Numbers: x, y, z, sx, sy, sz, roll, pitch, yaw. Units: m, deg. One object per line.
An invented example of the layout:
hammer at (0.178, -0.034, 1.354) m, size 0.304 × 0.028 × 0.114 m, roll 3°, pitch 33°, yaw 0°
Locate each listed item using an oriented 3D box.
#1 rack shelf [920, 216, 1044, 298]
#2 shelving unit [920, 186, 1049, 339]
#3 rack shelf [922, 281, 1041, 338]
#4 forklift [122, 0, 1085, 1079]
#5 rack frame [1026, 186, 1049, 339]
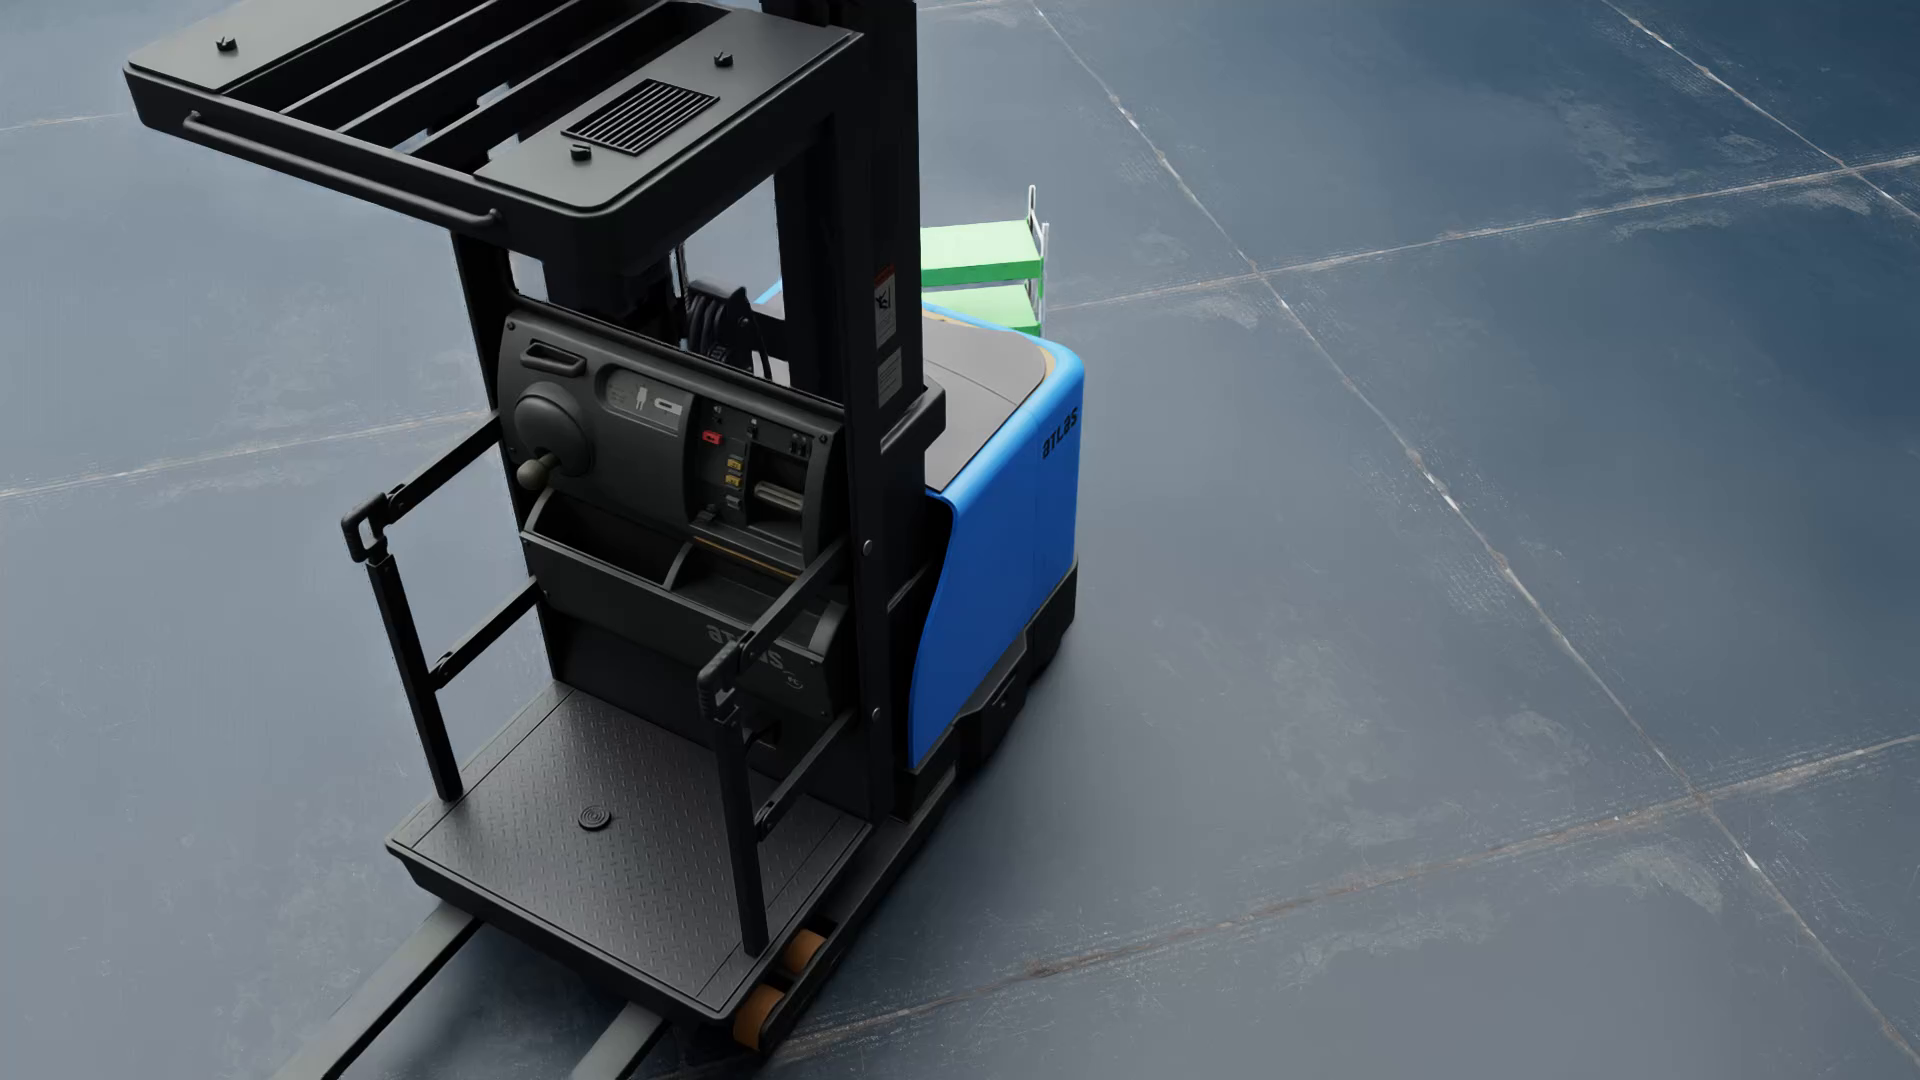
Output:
rack shelf at (0.001, -0.865, 5.196) m, size 0.480 × 0.148 × 0.258 m, roll -6°, pitch 41°, yaw -7°
shelving unit at (0.001, -0.552, 5.470) m, size 0.503 × 1.200 × 0.258 m, roll -6°, pitch 41°, yaw -7°
rack shelf at (0.001, -0.684, 5.354) m, size 0.480 × 0.148 × 0.258 m, roll -6°, pitch 41°, yaw -7°
forklift at (-0.795, -0.148, 3.692) m, size 1.130 × 2.935 × 3.031 m, roll 21°, pitch 45°, yaw 22°
rack frame at (0.242, -0.576, 5.498) m, size 0.015 × 1.200 × 0.240 m, roll -6°, pitch 41°, yaw -7°
